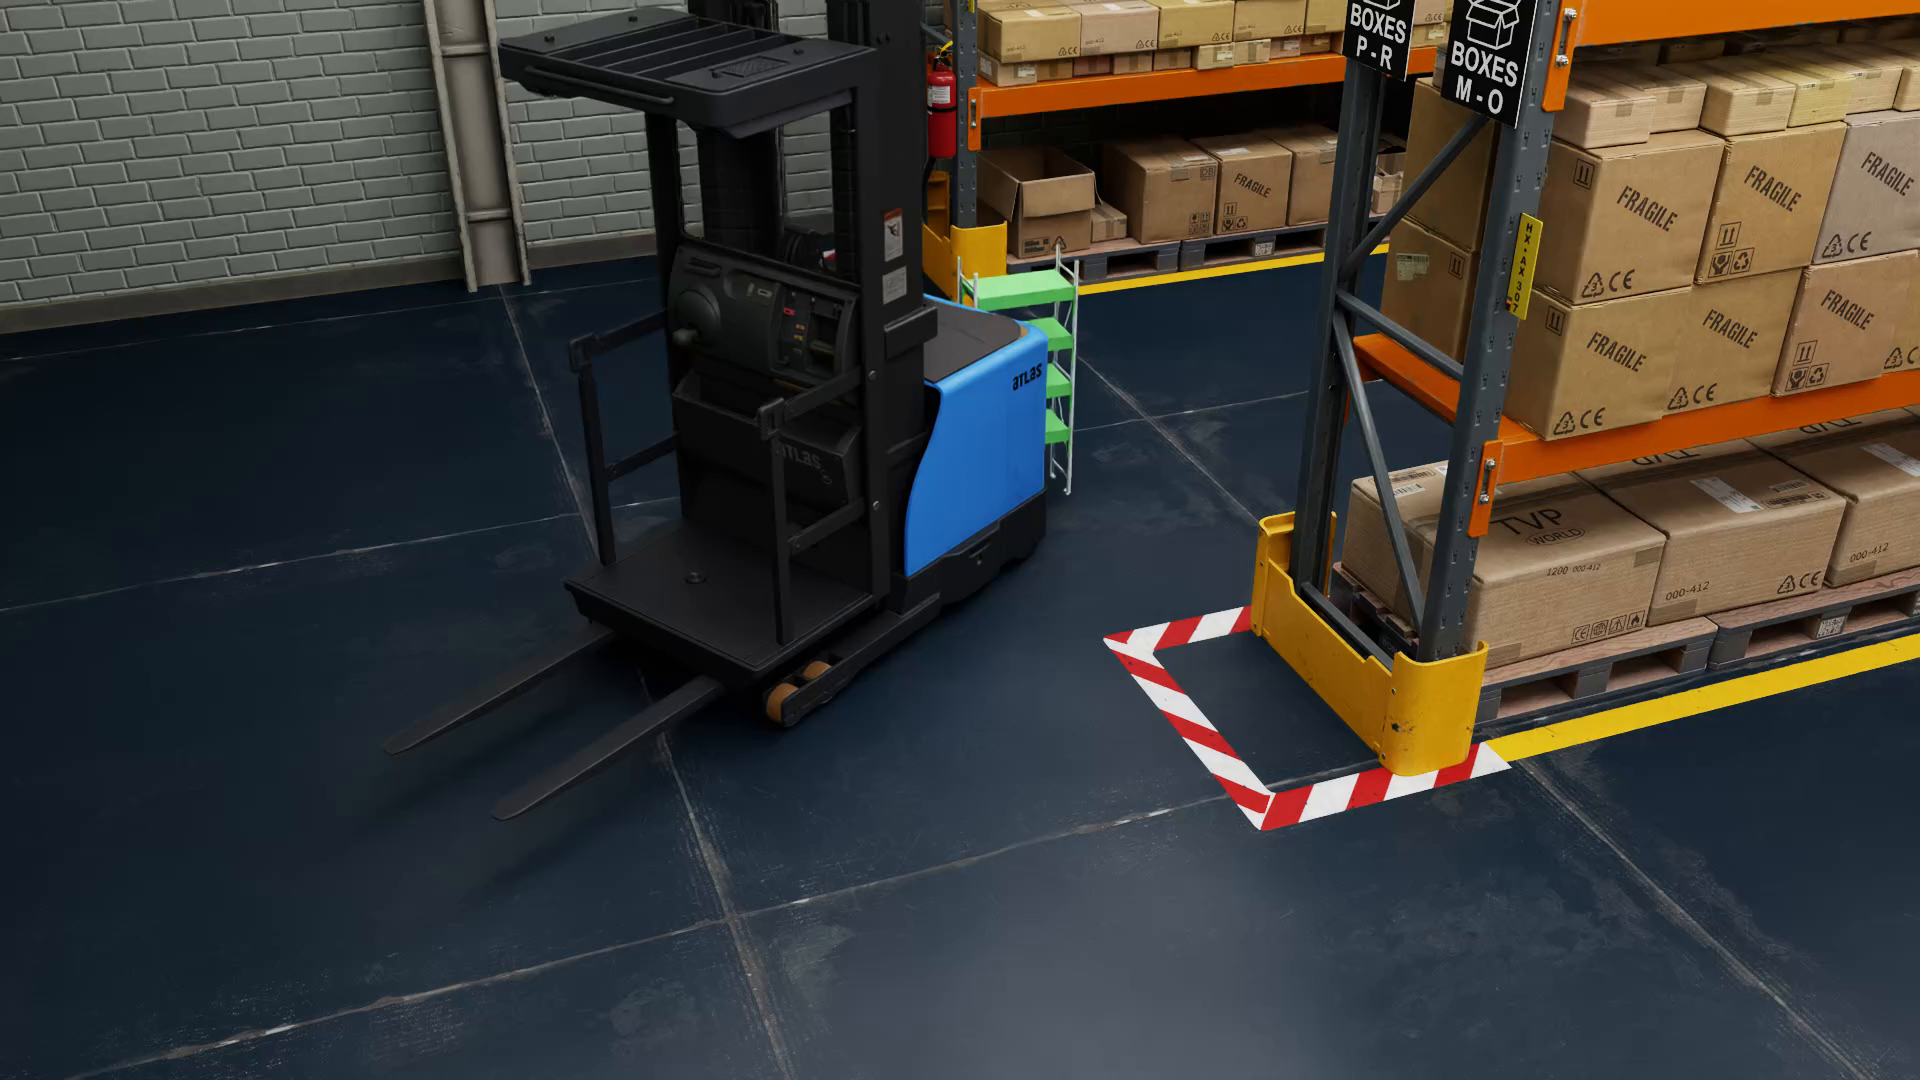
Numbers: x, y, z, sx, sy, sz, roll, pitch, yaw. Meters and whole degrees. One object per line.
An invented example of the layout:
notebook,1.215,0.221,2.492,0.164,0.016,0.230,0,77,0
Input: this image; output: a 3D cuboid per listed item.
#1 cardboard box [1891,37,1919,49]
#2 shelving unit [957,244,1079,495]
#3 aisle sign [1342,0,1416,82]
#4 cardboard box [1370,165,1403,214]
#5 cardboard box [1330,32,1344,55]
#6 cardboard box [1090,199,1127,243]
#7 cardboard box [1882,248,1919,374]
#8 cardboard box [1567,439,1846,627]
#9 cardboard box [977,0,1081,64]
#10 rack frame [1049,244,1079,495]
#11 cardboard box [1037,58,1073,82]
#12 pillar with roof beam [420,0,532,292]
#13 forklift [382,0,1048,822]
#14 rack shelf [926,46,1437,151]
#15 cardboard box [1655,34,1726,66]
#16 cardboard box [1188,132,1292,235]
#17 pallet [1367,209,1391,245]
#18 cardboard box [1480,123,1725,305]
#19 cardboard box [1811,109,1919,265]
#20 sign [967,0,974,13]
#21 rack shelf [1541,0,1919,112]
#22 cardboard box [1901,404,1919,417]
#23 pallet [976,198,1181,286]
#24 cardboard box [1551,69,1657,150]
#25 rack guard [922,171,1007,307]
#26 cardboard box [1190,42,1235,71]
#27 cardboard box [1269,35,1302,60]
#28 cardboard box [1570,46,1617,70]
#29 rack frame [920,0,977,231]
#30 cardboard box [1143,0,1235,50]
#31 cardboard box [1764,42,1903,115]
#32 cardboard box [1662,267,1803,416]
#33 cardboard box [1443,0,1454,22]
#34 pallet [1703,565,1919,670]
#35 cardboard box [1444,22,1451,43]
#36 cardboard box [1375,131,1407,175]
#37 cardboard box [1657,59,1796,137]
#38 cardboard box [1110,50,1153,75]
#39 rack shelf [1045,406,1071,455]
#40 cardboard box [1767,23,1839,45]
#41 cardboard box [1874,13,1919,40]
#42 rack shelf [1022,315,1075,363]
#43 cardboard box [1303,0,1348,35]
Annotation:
cardboard box,3.502,-1.657,5.861,0.250,0.149,0.380,-11,32,-19
shelving unit,0.265,-0.760,7.871,0.503,1.200,0.258,-10,31,-17
aisle sign,1.429,-1.977,5.564,0.004,0.787,0.394,-10,31,-18
cardboard box,2.865,-2.409,11.286,0.258,0.266,0.396,-9,31,-16
cardboard box,2.452,-3.226,10.637,0.250,0.149,0.380,-11,31,-18
cardboard box,0.888,-2.079,10.825,0.250,0.149,0.380,-12,32,-20
cardboard box,3.566,-0.983,6.344,0.500,0.500,0.500,-9,31,-16
cardboard box,3.043,-0.107,7.072,0.875,0.438,0.875,-10,31,-16
cardboard box,0.390,-3.036,9.899,0.500,0.250,0.500,-10,31,-17
rack frame,0.495,-0.799,7.941,0.015,1.200,0.240,-10,31,-17
cardboard box,0.496,-2.904,10.071,0.250,0.149,0.380,-10,31,-16
pillar with roof beam,-1.470,-3.580,4.944,0.400,9.000,9.100,-10,31,-18
forklift,-0.898,-0.824,6.235,1.130,2.935,3.031,21,36,32
rack shelf,1.745,-3.051,10.802,4.000,0.370,1.077,-10,31,-18
cardboard box,2.564,-1.794,6.102,0.250,0.149,0.380,-10,31,-16
cardboard box,1.822,-2.351,10.947,0.500,0.500,0.500,-10,31,-17
pallet,2.975,-2.379,11.713,1.213,0.211,1.003,-10,31,-18
cardboard box,2.154,-1.145,5.618,0.500,0.500,0.500,-11,32,-19
cardboard box,3.115,-1.329,5.942,0.500,0.500,0.500,-11,31,-18
sign,0.060,-3.143,9.361,0.005,0.325,0.100,-10,31,-18
rack shelf,3.479,-2.052,6.018,4.000,0.370,1.077,-10,31,-18
cardboard box,4.728,-0.417,7.616,0.875,0.438,0.875,-11,31,-18
pallet,0.688,-1.958,10.973,1.213,0.211,1.003,-10,31,-18
cardboard box,2.034,-1.409,5.426,0.250,0.149,0.380,-10,31,-17
rack guard,-0.058,-1.945,10.659,0.348,0.500,1.175,-10,31,-18
cardboard box,1.499,-3.038,10.306,0.250,0.149,0.380,-11,32,-19
cardboard box,1.956,-3.169,10.536,0.250,0.149,0.380,-11,31,-18
cardboard box,2.101,-1.686,5.912,0.250,0.149,0.380,-10,31,-17
rack frame,-0.130,-3.018,10.018,0.127,3.000,1.000,-10,31,-18
cardboard box,1.336,-3.212,10.208,0.500,0.250,0.500,-11,31,-19
cardboard box,3.006,-1.602,5.766,0.250,0.149,0.380,-10,31,-17
cardboard box,2.619,-0.809,6.039,0.500,0.500,0.500,-11,31,-18
cardboard box,3.227,-3.572,10.840,0.500,0.250,0.500,-10,31,-16
pallet,3.468,0.113,7.339,1.213,0.211,1.003,-10,31,-18
cardboard box,3.172,-3.372,10.893,0.250,0.149,0.380,-10,31,-16
cardboard box,2.918,-2.719,11.783,0.500,0.311,0.500,-9,31,-16
cardboard box,2.538,-1.478,5.549,0.250,0.149,0.380,-9,31,-16
cardboard box,0.989,-2.981,10.205,0.250,0.149,0.380,-9,31,-16
rack shelf,0.265,-0.496,8.022,0.480,0.148,0.258,-10,31,-17
cardboard box,3.048,-1.876,6.247,0.250,0.149,0.380,-10,31,-16
cardboard box,3.533,-1.978,6.425,0.250,0.149,0.380,-10,31,-17
rack shelf,0.265,-0.913,7.784,0.480,0.148,0.258,-10,31,-17
cardboard box,2.291,-3.398,10.536,0.500,0.250,0.500,-11,31,-18
